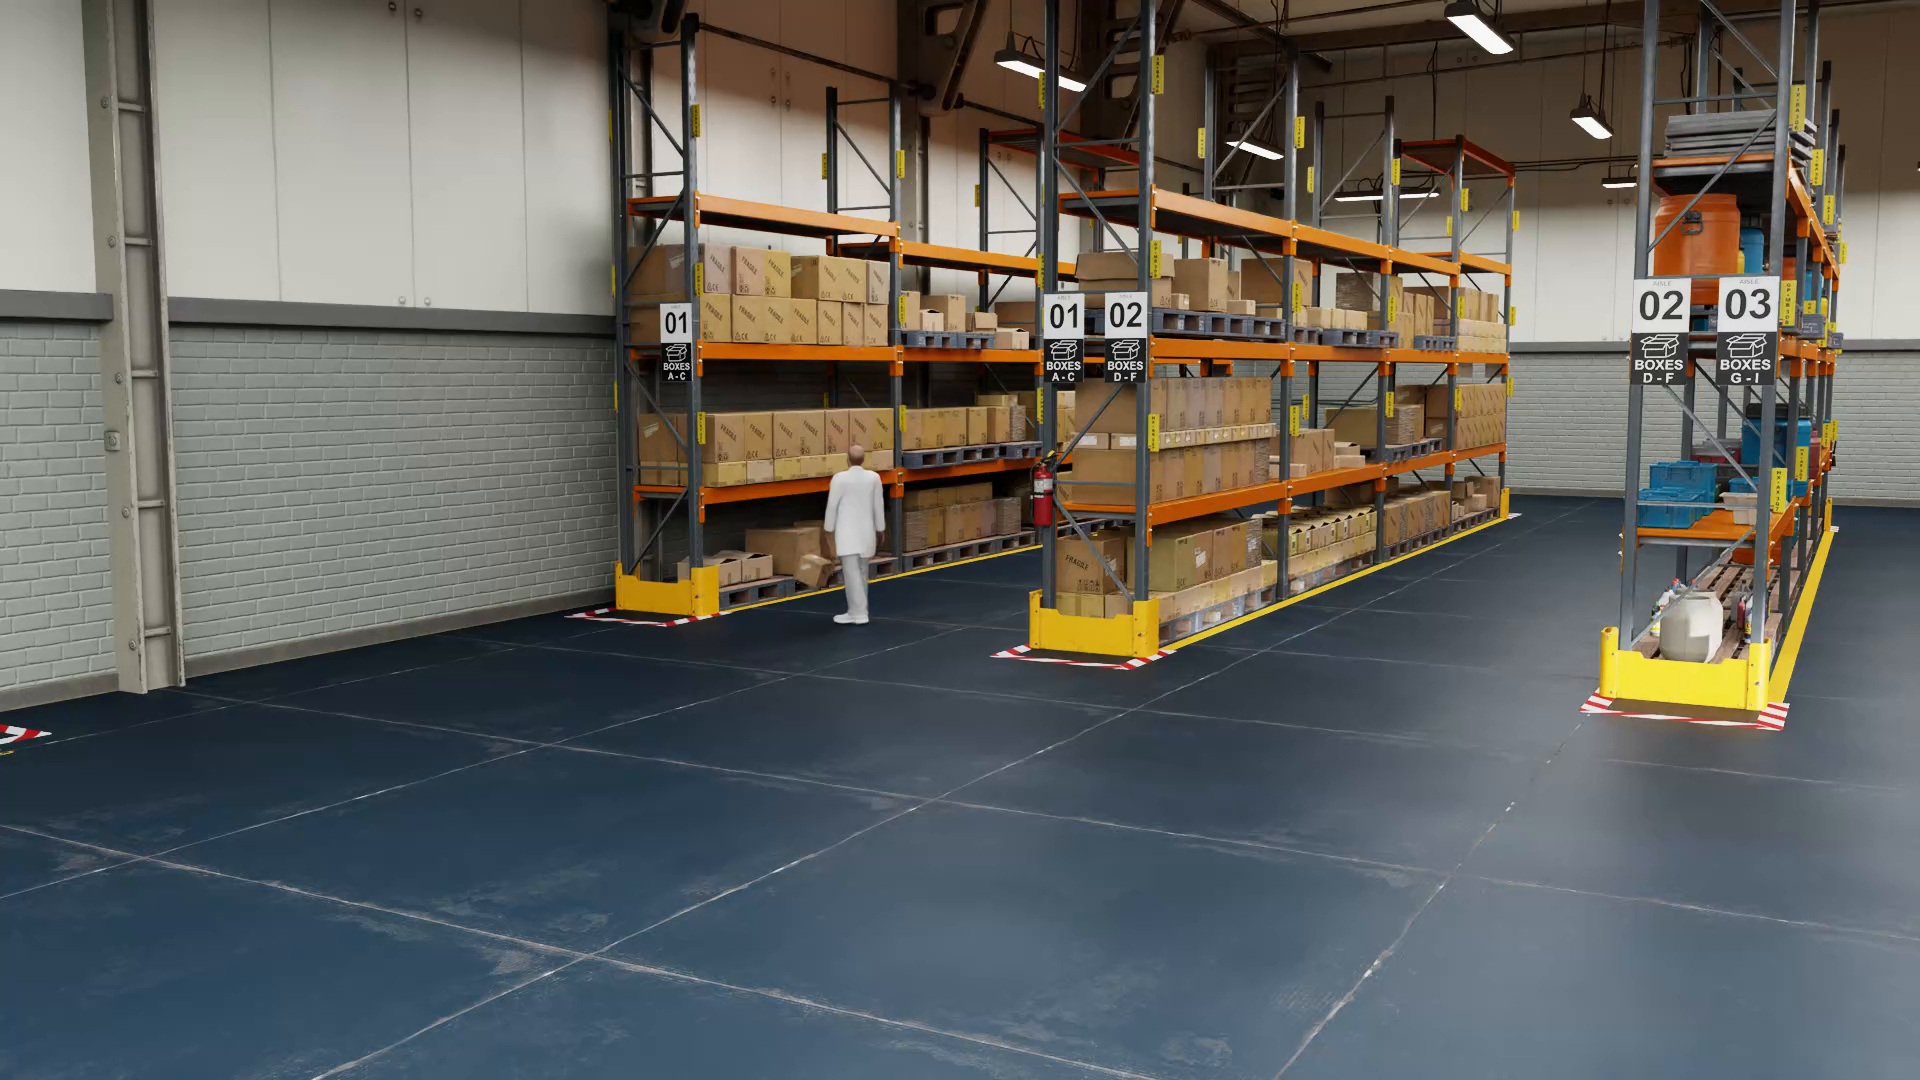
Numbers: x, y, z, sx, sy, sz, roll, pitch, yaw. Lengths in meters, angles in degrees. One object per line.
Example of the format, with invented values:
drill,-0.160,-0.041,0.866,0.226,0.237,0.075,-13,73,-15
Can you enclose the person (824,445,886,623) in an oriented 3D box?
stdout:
person,-1.045,-0.066,16.692,0.660,1.776,0.678,-3,7,-30
